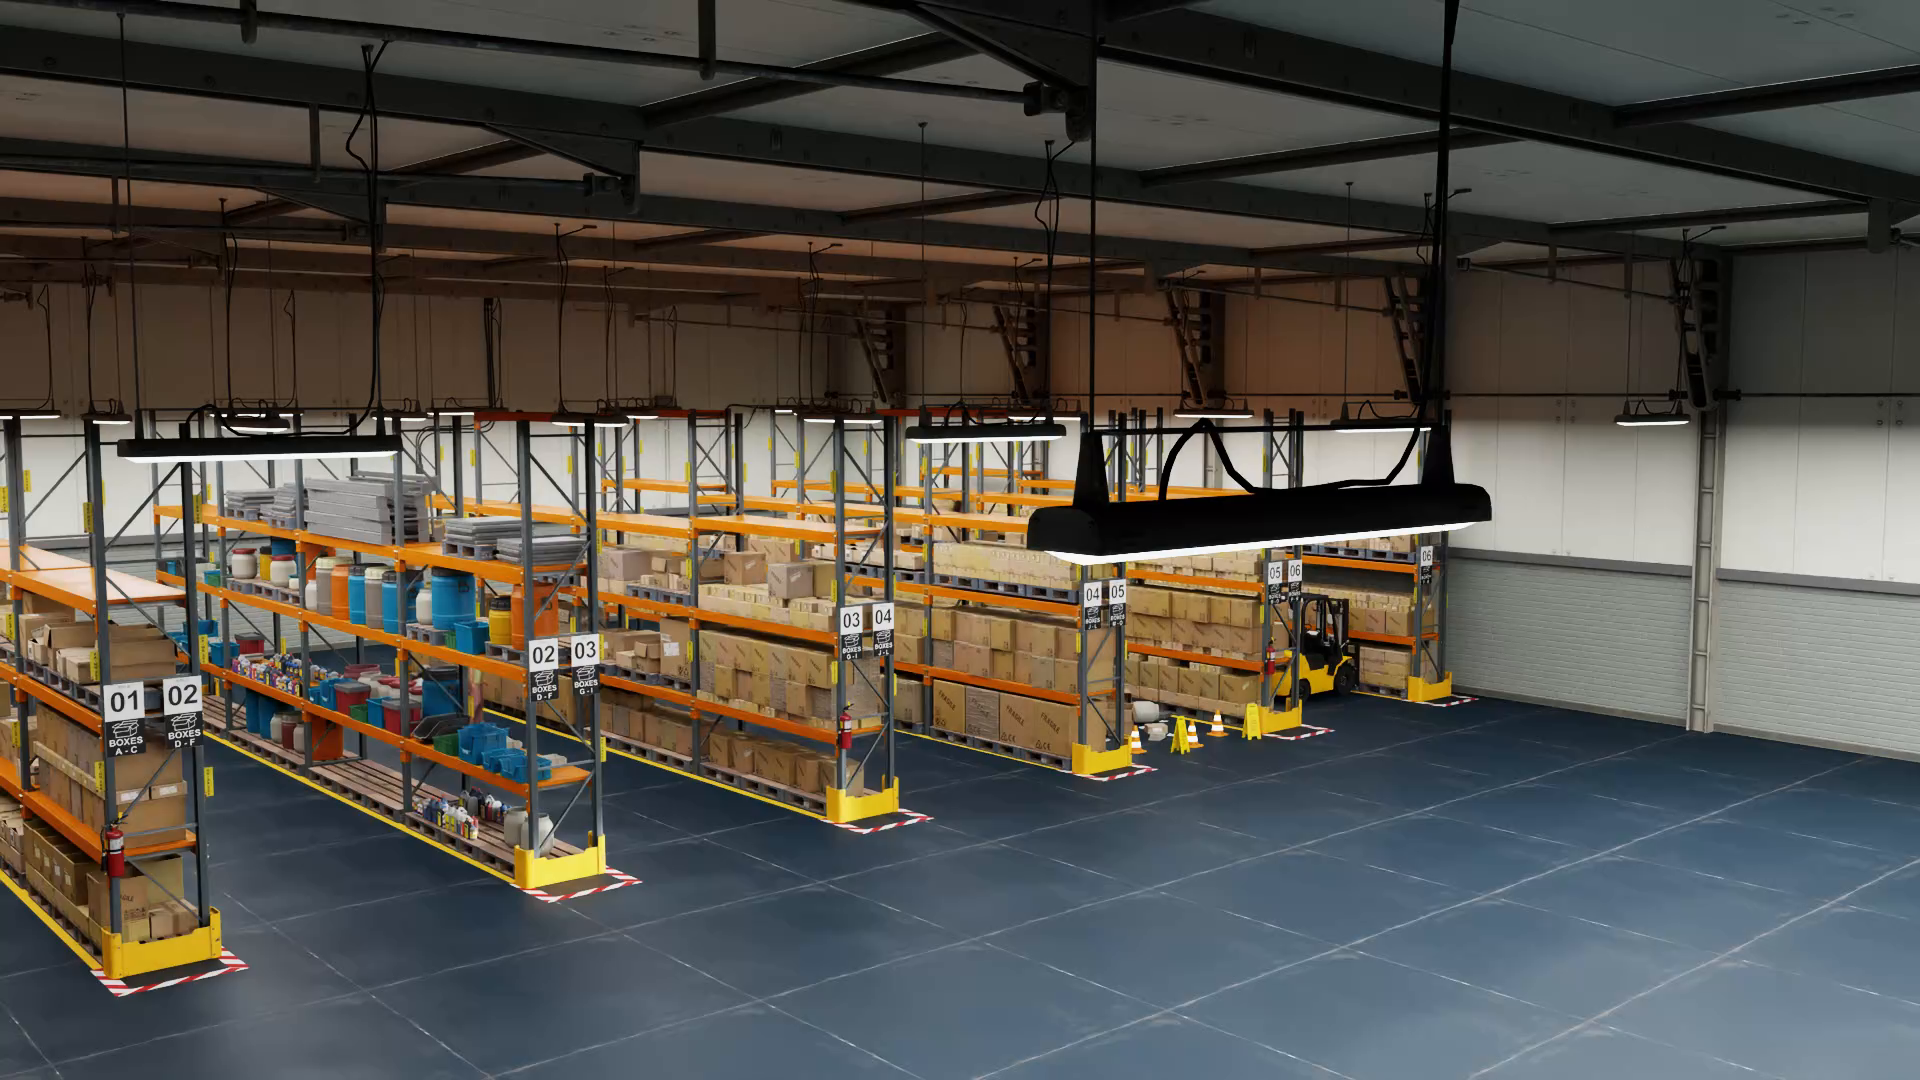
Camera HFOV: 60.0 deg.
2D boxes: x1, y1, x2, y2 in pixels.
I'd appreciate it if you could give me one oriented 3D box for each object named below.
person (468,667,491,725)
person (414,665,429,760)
[{"bbox_3d":[-9.116,2.754,31.353,0.440,1.676,0.606,0,5,-2],"label":"person"},{"bbox_3d":[-9.196,2.982,28.735,0.535,1.688,0.430,1,5,9],"label":"person"}]
